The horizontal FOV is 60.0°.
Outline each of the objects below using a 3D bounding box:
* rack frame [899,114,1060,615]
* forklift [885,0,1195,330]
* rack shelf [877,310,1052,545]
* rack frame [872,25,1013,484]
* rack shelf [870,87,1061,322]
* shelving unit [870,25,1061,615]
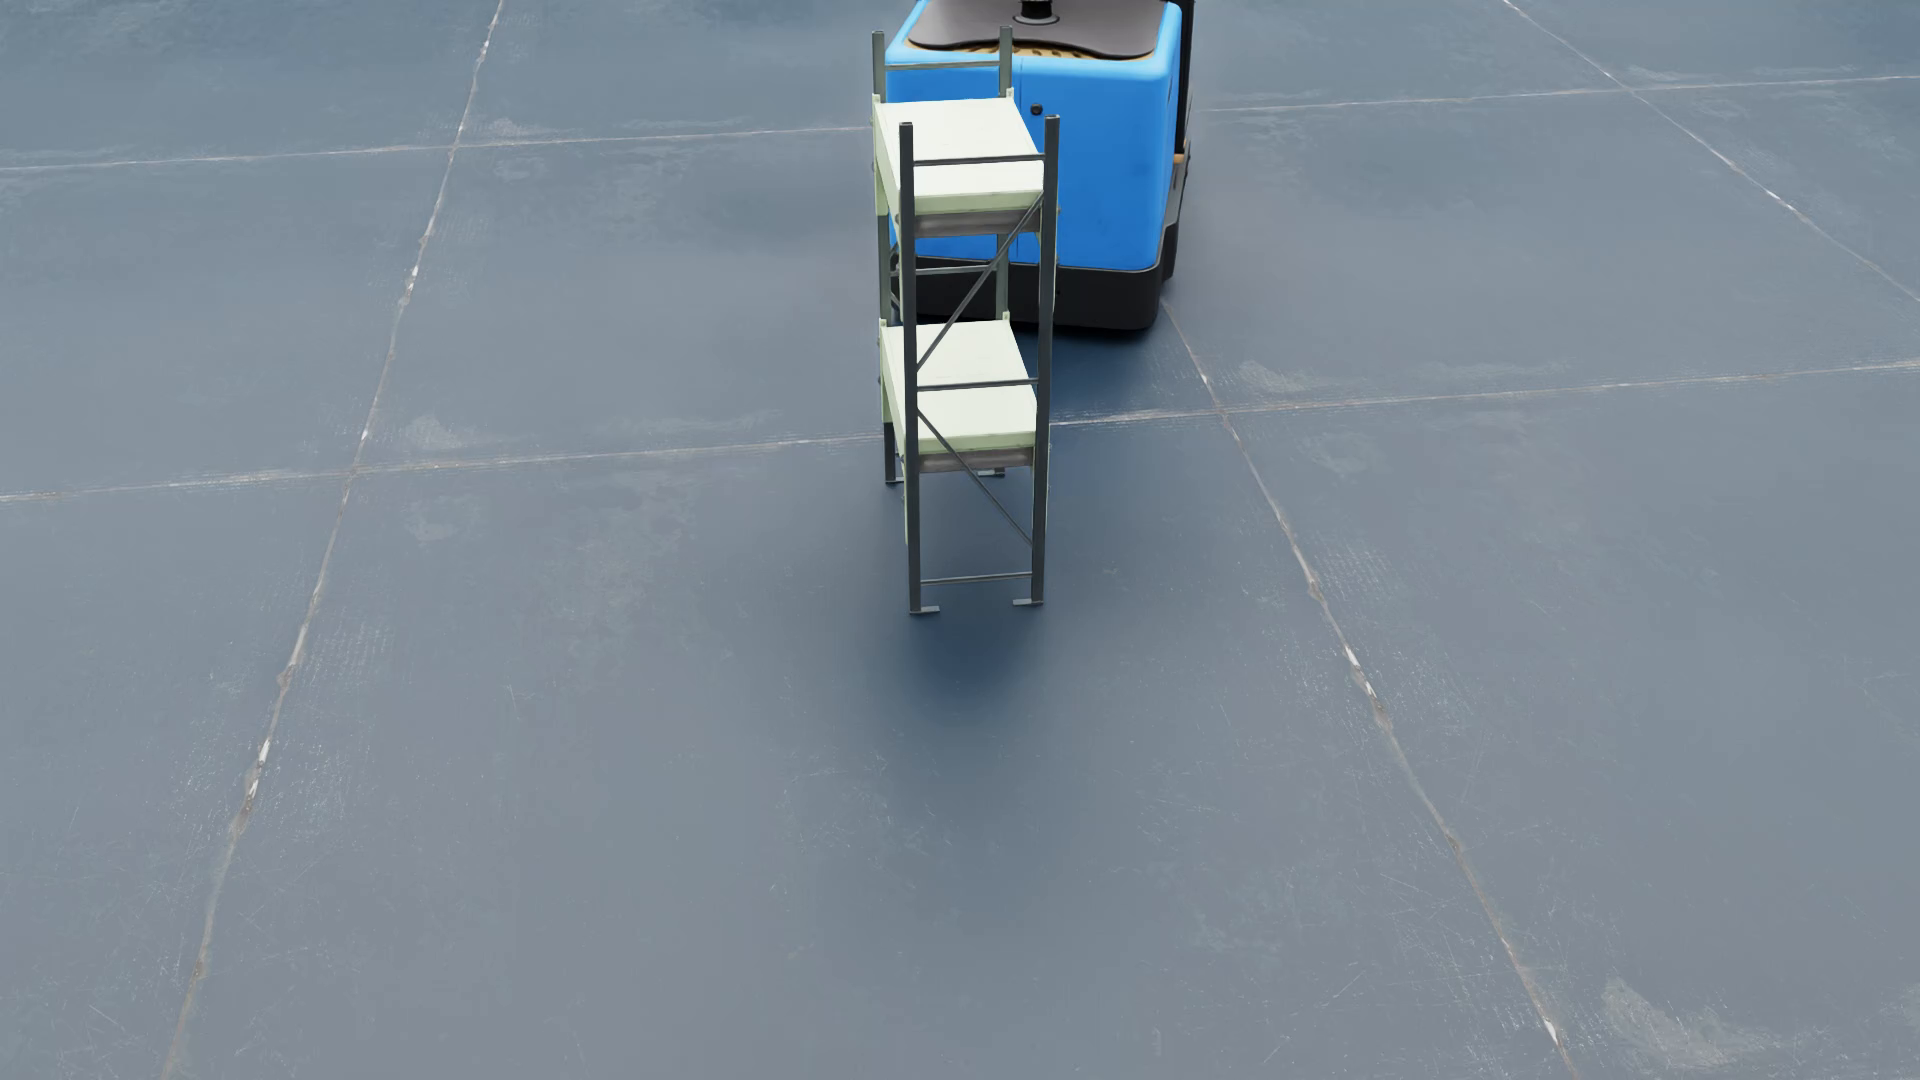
[{"bbox_3d":[0.048,-0.419,4.533,0.400,1.500,0.023,-4,35,-6],"label":"rack frame"},{"bbox_3d":[0.470,-2.826,6.794,1.130,2.935,3.031,6,35,8],"label":"forklift"},{"bbox_3d":[-0.001,-0.354,5.017,0.431,0.370,0.720,-4,35,-6],"label":"rack shelf"},{"bbox_3d":[-0.050,-0.828,5.133,0.400,1.500,0.023,-4,35,-6],"label":"rack frame"},{"bbox_3d":[-0.001,-0.946,4.613,0.431,0.370,0.720,-4,35,-6],"label":"rack shelf"},{"bbox_3d":[-0.001,-0.623,4.833,0.431,1.500,0.755,-4,35,-6],"label":"shelving unit"}]
